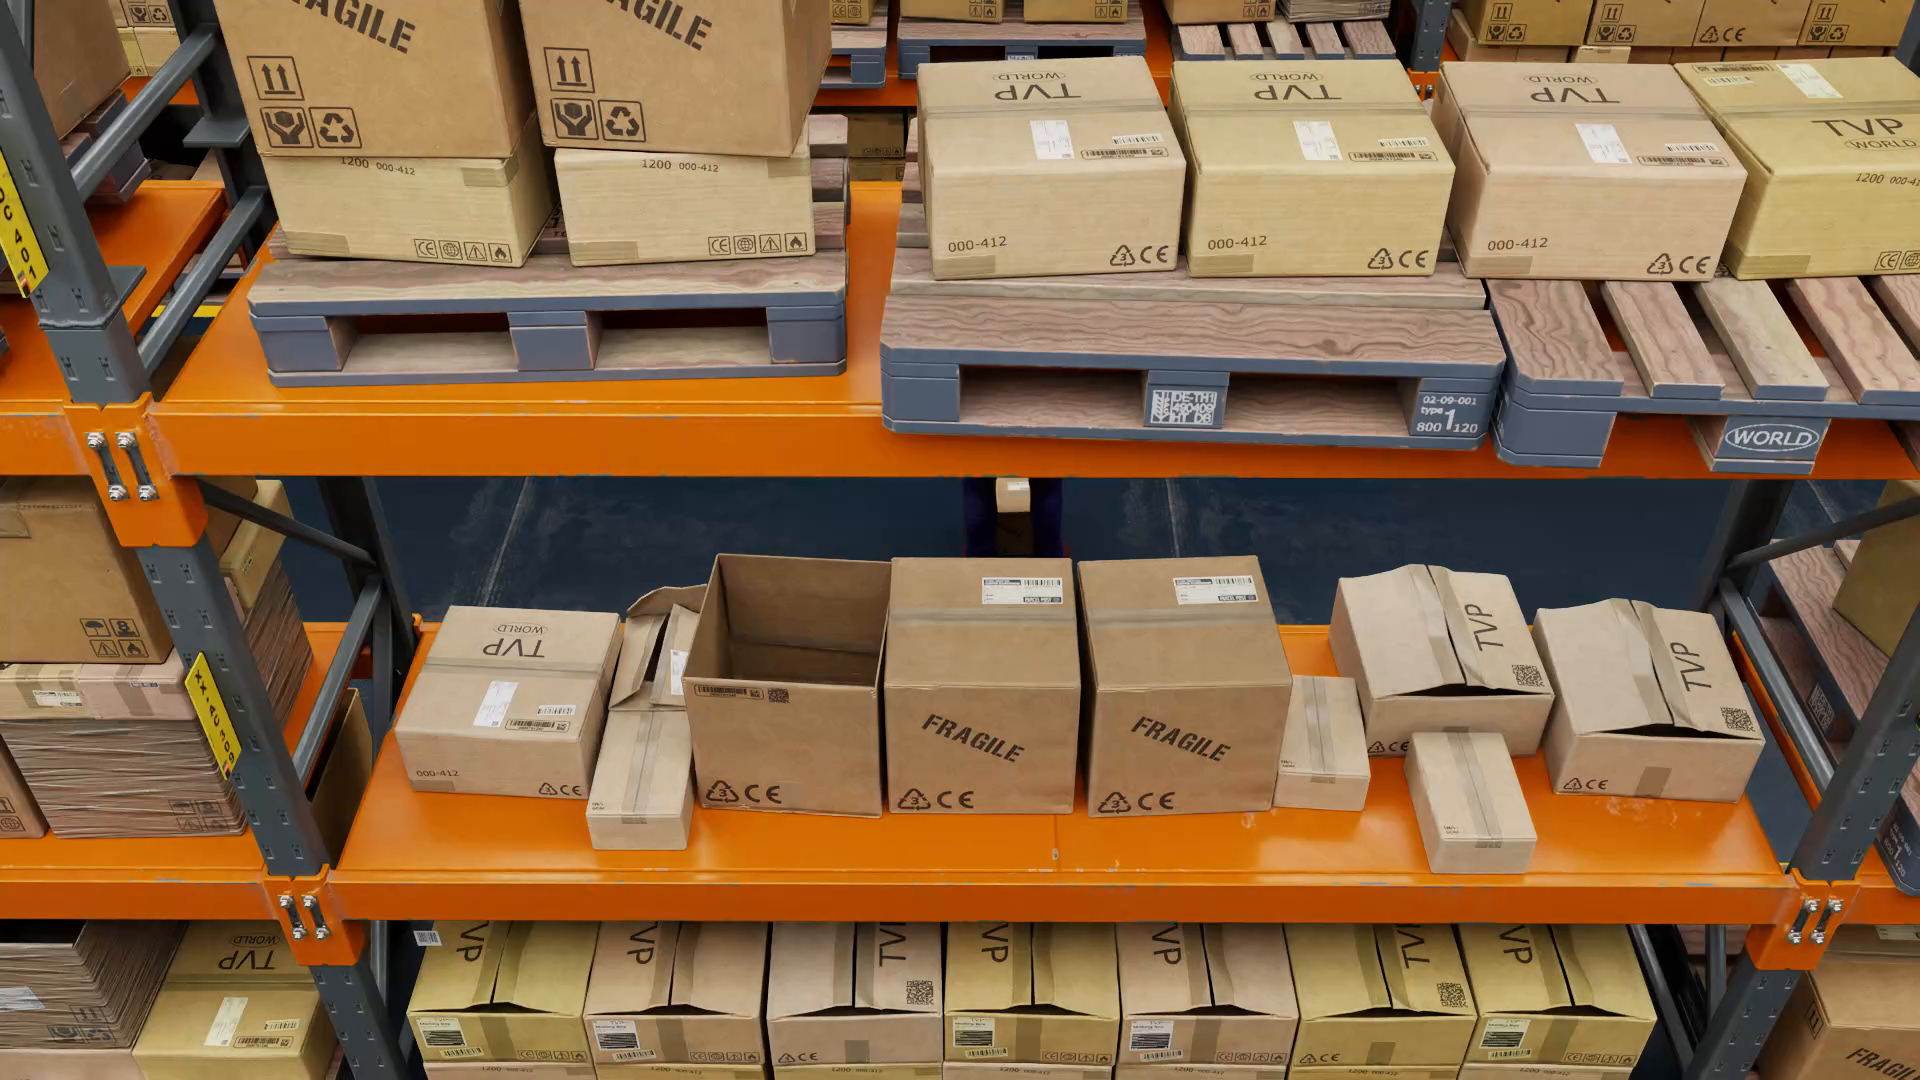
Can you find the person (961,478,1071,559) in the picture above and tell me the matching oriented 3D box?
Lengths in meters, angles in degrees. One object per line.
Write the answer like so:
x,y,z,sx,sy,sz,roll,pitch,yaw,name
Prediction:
0.216,-0.491,6.751,0.562,1.651,0.371,-2,40,-3,person
